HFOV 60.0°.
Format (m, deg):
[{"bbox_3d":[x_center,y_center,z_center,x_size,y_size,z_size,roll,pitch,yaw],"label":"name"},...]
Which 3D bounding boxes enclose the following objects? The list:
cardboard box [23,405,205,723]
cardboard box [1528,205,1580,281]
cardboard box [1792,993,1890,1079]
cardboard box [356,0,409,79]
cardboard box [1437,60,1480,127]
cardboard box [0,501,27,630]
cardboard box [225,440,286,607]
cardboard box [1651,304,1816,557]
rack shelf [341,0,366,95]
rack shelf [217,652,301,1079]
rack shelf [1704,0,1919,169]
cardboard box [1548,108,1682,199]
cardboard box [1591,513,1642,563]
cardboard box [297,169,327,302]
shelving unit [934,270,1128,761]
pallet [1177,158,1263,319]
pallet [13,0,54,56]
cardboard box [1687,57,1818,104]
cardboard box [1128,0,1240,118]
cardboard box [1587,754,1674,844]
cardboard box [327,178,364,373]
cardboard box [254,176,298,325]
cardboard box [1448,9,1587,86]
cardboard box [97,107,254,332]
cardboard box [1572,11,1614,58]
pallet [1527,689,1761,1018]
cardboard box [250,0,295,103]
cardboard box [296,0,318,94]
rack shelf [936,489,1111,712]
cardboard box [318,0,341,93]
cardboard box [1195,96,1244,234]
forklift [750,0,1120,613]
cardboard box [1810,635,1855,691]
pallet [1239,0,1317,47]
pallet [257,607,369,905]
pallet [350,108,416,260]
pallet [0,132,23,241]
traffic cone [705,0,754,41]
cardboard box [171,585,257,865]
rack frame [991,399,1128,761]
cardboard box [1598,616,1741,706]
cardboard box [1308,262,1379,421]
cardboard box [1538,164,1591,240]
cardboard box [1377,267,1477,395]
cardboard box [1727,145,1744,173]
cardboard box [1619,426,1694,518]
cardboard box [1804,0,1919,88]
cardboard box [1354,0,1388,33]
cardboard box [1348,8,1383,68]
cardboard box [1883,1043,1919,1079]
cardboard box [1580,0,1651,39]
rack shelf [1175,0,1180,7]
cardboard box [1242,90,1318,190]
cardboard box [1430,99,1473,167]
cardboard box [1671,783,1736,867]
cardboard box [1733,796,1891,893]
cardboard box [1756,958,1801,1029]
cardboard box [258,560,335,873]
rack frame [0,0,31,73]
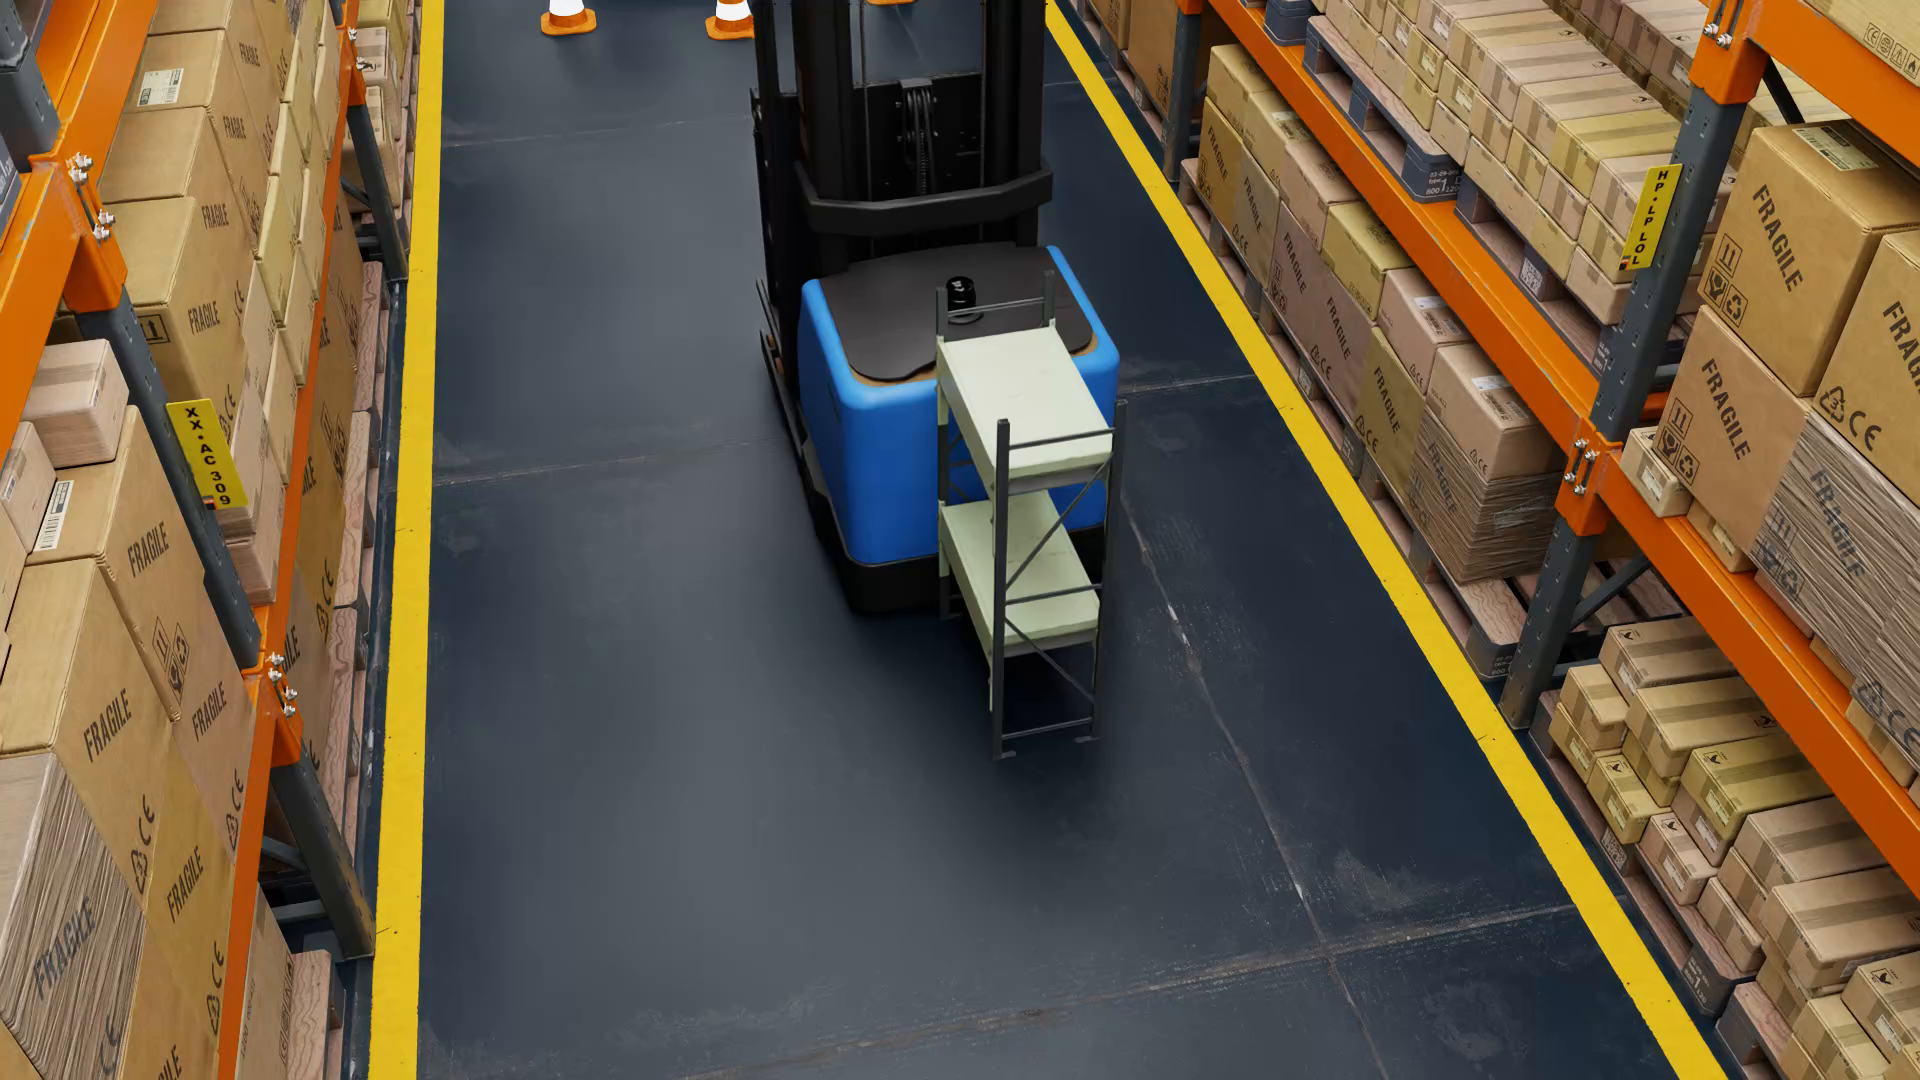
[{"bbox_3d":[-1.981,0.086,3.565,0.500,0.500,0.500,-9,42,-10],"label":"cardboard box"},{"bbox_3d":[2.123,-1.004,5.494,0.380,0.149,0.250,-8,42,-9],"label":"cardboard box"},{"bbox_3d":[2.540,1.369,4.556,0.380,0.149,0.250,-9,42,-10],"label":"cardboard box"},{"bbox_3d":[-3.653,-2.873,9.390,0.950,0.372,0.625,-7,42,-8],"label":"cardboard box"},{"bbox_3d":[1.954,-1.625,5.970,0.380,0.149,0.250,-10,43,-11],"label":"cardboard box"},{"bbox_3d":[-1.980,0.081,3.082,0.380,0.149,0.250,-8,42,-9],"label":"cardboard box"},{"bbox_3d":[-2.189,-0.036,4.644,0.500,0.250,0.500,-9,42,-10],"label":"cardboard box"},{"bbox_3d":[2.320,-0.335,4.569,0.500,0.500,0.500,-9,42,-10],"label":"cardboard box"},{"bbox_3d":[-3.647,-3.389,8.850,1.077,0.370,4.000,-8,42,-9],"label":"rack shelf"},{"bbox_3d":[-1.921,1.797,3.008,1.077,0.370,4.000,-8,42,-9],"label":"rack shelf"},{"bbox_3d":[2.891,-0.100,2.885,1.077,0.370,4.000,-8,42,-9],"label":"rack shelf"},{"bbox_3d":[2.123,-1.235,5.307,0.380,0.149,0.250,-10,42,-11],"label":"cardboard box"},{"bbox_3d":[2.559,-0.283,6.376,0.500,0.500,0.500,-7,42,-8],"label":"cardboard box"},{"bbox_3d":[-2.497,-1.031,5.765,0.500,0.250,0.500,-9,42,-10],"label":"cardboard box"},{"bbox_3d":[0.211,-0.055,5.682,0.431,1.500,0.755,-10,43,-11],"label":"shelving unit"},{"bbox_3d":[1.763,-1.587,8.379,1.003,0.211,1.213,-8,42,-9],"label":"pallet"},{"bbox_3d":[-2.598,-1.406,3.959,0.805,0.209,1.217,-10,43,-11],"label":"pallet"},{"bbox_3d":[2.704,-1.497,5.601,0.380,0.149,0.250,-8,42,-9],"label":"cardboard box"},{"bbox_3d":[1.552,-2.860,9.090,1.050,0.750,0.750,-9,42,-10],"label":"cardboard box"},{"bbox_3d":[2.282,0.820,5.398,0.380,0.149,0.250,-7,42,-8],"label":"cardboard box"},{"bbox_3d":[-3.148,-1.264,7.199,0.875,0.875,0.875,-9,42,-10],"label":"cardboard box"},{"bbox_3d":[-2.395,-0.890,5.230,0.500,0.250,0.500,-8,42,-9],"label":"cardboard box"},{"bbox_3d":[1.963,-1.733,5.868,0.380,0.149,0.250,-10,42,-11],"label":"cardboard box"},{"bbox_3d":[-2.303,-0.832,4.600,0.500,0.500,0.500,-9,42,-10],"label":"cardboard box"},{"bbox_3d":[2.535,-1.889,6.267,0.380,0.149,0.250,-9,42,-10],"label":"cardboard box"},{"bbox_3d":[2.639,0.930,5.544,1.003,0.211,1.213,-8,42,-9],"label":"pallet"},{"bbox_3d":[-2.629,-1.821,5.713,0.500,0.500,0.500,-8,42,-9],"label":"cardboard box"},{"bbox_3d":[-2.749,-1.883,6.348,0.500,0.250,0.500,-9,42,-10],"label":"cardboard box"},{"bbox_3d":[0.211,0.189,5.899,0.431,0.370,0.720,-10,43,-11],"label":"rack shelf"},{"bbox_3d":[-2.853,-2.015,6.873,0.500,0.250,0.500,-10,43,-11],"label":"cardboard box"},{"bbox_3d":[1.500,-1.864,8.156,0.500,0.500,0.500,-10,43,-11],"label":"cardboard box"},{"bbox_3d":[-0.284,-1.810,6.581,1.130,2.935,3.031,-10,43,-11],"label":"forklift"},{"bbox_3d":[2.491,0.280,4.364,0.380,0.149,0.250,-10,43,-11],"label":"cardboard box"},{"bbox_3d":[1.854,-2.618,7.584,1.213,0.211,1.003,-8,42,-9],"label":"pallet"},{"bbox_3d":[-2.592,0.785,5.707,1.003,0.211,1.213,-8,42,-9],"label":"pallet"},{"bbox_3d":[-3.383,-1.825,8.647,1.003,0.211,1.213,-8,42,-9],"label":"pallet"},{"bbox_3d":[-2.186,-0.326,2.665,1.003,0.211,1.213,-8,42,-9],"label":"pallet"},{"bbox_3d":[-1.405,-3.358,10.184,0.336,0.463,0.334,-8,42,-9],"label":"traffic cone"},{"bbox_3d":[-2.003,0.458,3.899,0.500,0.500,0.500,-8,42,-9],"label":"cardboard box"},{"bbox_3d":[0.305,0.180,5.418,0.400,1.500,0.023,-10,43,-11],"label":"rack frame"},{"bbox_3d":[2.331,0.396,5.427,0.380,0.149,0.250,-7,42,-8],"label":"cardboard box"},{"bbox_3d":[1.837,-0.875,7.043,0.500,0.500,0.500,-9,42,-10],"label":"cardboard box"},{"bbox_3d":[2.123,-1.118,5.399,0.380,0.149,0.250,-8,42,-9],"label":"cardboard box"},{"bbox_3d":[1.954,-0.828,6.425,0.500,0.250,0.500,-6,42,-7],"label":"cardboard box"},{"bbox_3d":[2.765,-1.207,5.499,0.380,0.149,0.250,-9,42,-10],"label":"cardboard box"},{"bbox_3d":[2.201,-0.219,4.927,0.380,0.149,0.250,-7,42,-8],"label":"cardboard box"},{"bbox_3d":[2.301,-1.271,3.776,0.500,0.250,0.500,-6,42,-7],"label":"cardboard box"},{"bbox_3d":[1.784,-2.134,6.543,0.380,0.149,0.250,-9,42,-10],"label":"cardboard box"},{"bbox_3d":[1.783,-2.021,6.641,0.380,0.149,0.250,-8,42,-9],"label":"cardboard box"},{"bbox_3d":[2.644,1.413,4.282,0.380,0.149,0.250,-8,42,-9],"label":"cardboard box"},{"bbox_3d":[2.543,-1.988,6.155,0.380,0.149,0.250,-7,42,-8],"label":"cardboard box"},{"bbox_3d":[1.164,-4.164,9.723,1.077,0.370,4.000,-8,42,-9],"label":"rack shelf"},{"bbox_3d":[1.618,-1.829,7.552,0.500,0.250,0.500,-9,42,-10],"label":"cardboard box"},{"bbox_3d":[1.952,-1.508,6.062,0.380,0.149,0.250,-10,43,-11],"label":"cardboard box"},{"bbox_3d":[2.455,0.839,5.152,0.380,0.149,0.250,-9,42,-10],"label":"cardboard box"},{"bbox_3d":[2.514,0.906,4.853,0.380,0.149,0.250,-9,42,-10],"label":"cardboard box"},{"bbox_3d":[2.582,1.301,4.857,0.380,0.149,0.250,-10,43,-11],"label":"cardboard box"},{"bbox_3d":[-2.564,0.478,5.236,0.875,0.875,0.875,-7,42,-8],"label":"cardboard box"},{"bbox_3d":[-2.352,-2.012,2.238,1.000,3.000,0.127,-8,42,-9],"label":"rack frame"}]
